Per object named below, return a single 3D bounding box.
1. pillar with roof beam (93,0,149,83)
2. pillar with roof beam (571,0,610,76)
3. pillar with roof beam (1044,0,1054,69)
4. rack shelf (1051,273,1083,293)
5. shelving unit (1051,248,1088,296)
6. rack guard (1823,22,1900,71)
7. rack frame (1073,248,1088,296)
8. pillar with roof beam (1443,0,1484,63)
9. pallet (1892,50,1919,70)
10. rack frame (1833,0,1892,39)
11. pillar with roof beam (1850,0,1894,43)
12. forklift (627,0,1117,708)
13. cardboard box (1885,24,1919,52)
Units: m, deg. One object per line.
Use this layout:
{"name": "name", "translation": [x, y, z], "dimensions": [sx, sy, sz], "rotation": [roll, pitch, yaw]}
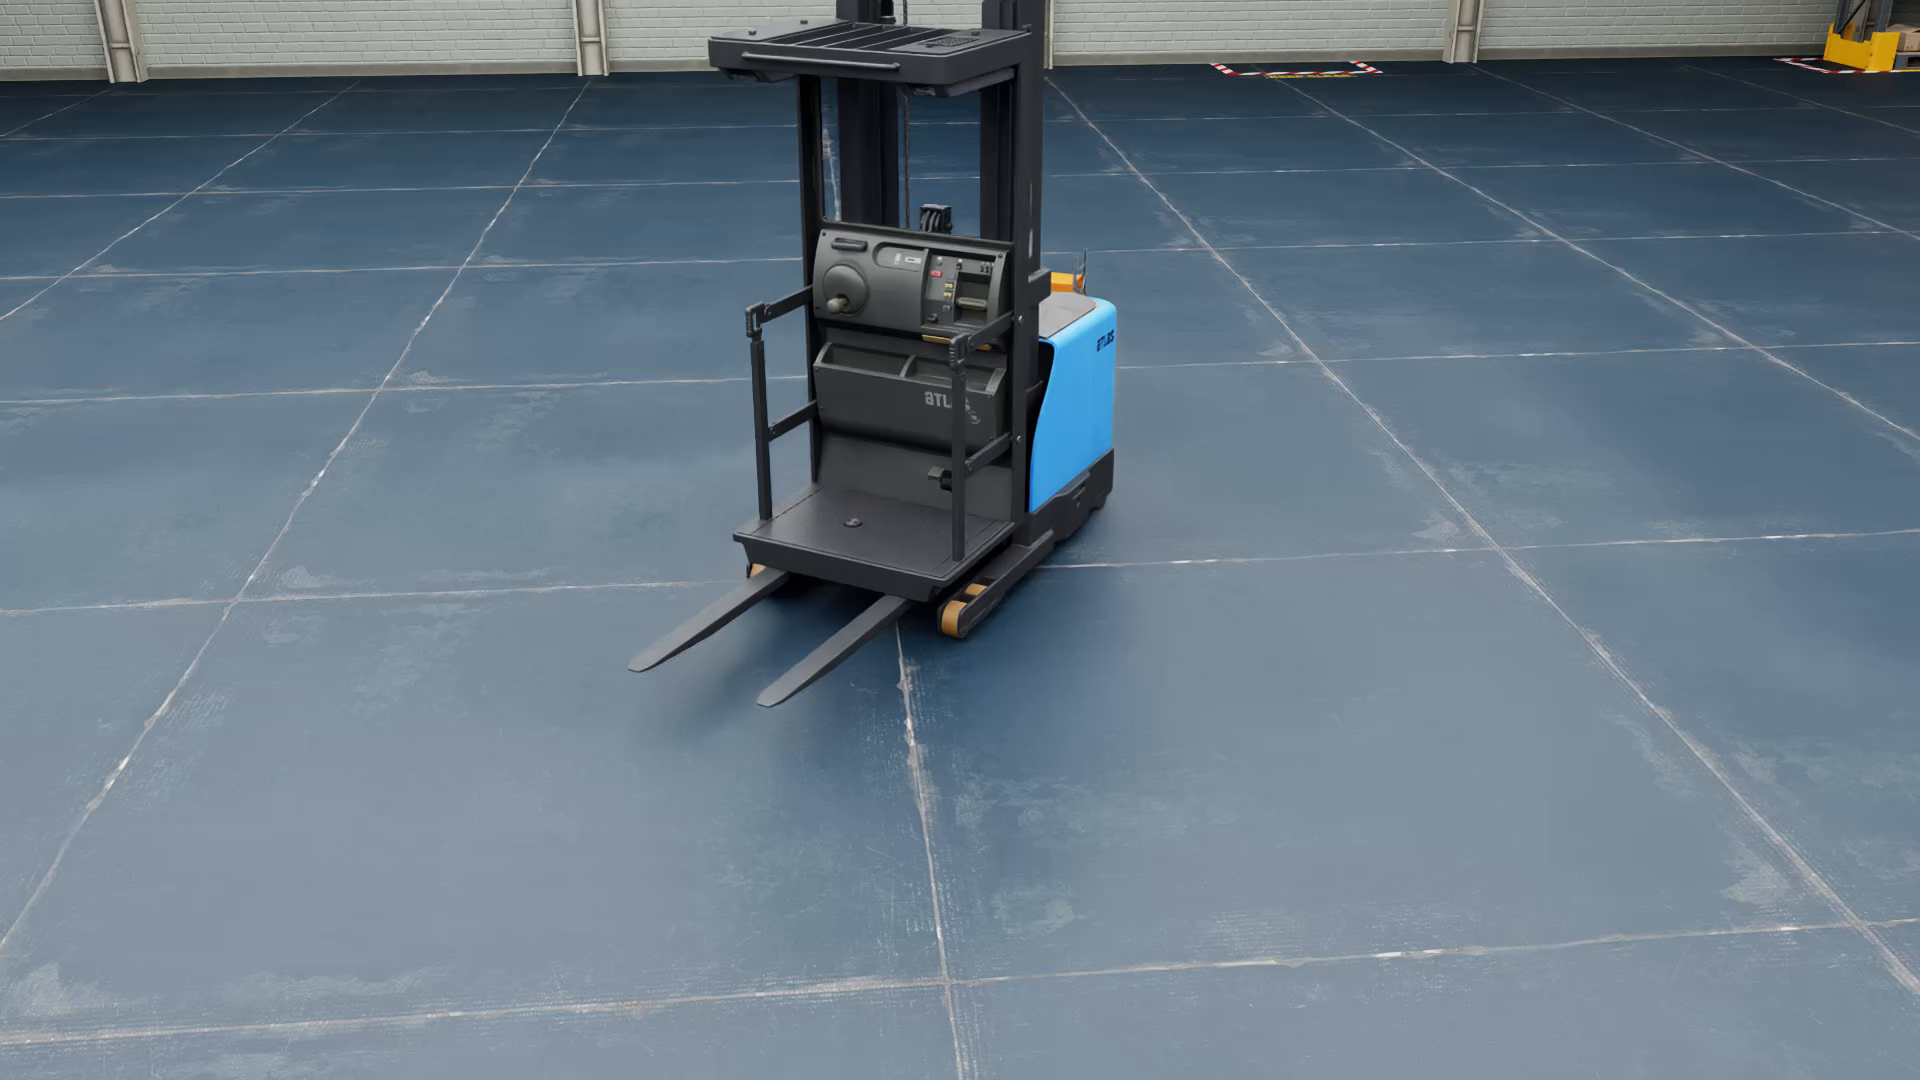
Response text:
{"name": "pillar with roof beam", "translation": [-10.461, -8.394, 16.056], "dimensions": [0.400, 9.000, 9.100], "rotation": [-2, 24, -5]}
{"name": "pillar with roof beam", "translation": [-4.490, -8.633, 16.595], "dimensions": [0.400, 9.000, 9.100], "rotation": [-2, 24, -5]}
{"name": "pillar with roof beam", "translation": [1.481, -8.873, 17.133], "dimensions": [0.400, 9.000, 9.100], "rotation": [-2, 24, -5]}
{"name": "rack shelf", "translation": [0.393, -1.331, 8.787], "dimensions": [0.480, 0.148, 0.258], "rotation": [7, 22, 16]}
{"name": "shelving unit", "translation": [0.387, -0.966, 8.930], "dimensions": [0.503, 1.200, 0.258], "rotation": [7, 22, 16]}
{"name": "rack guard", "translation": [12.464, -6.834, 23.010], "dimensions": [0.348, 0.500, 1.175], "rotation": [-2, 24, -5]}
{"name": "rack frame", "translation": [0.619, -0.935, 8.863], "dimensions": [0.015, 1.200, 0.240], "rotation": [7, 22, 16]}
{"name": "pillar with roof beam", "translation": [7.452, -9.112, 17.672], "dimensions": [0.400, 9.000, 9.100], "rotation": [-2, 24, -5]}
{"name": "pallet", "translation": [13.276, -6.720, 23.109], "dimensions": [1.213, 0.211, 1.003], "rotation": [-2, 24, -5]}
{"name": "rack frame", "translation": [12.388, -7.973, 22.495], "dimensions": [0.127, 3.000, 1.000], "rotation": [-2, 24, -5]}
{"name": "pillar with roof beam", "translation": [13.423, -9.352, 18.211], "dimensions": [0.400, 9.000, 9.100], "rotation": [-2, 24, -5]}
{"name": "forklift", "translation": [-0.325, -1.114, 7.147], "dimensions": [1.130, 2.935, 3.031], "rotation": [12, 27, 25]}
{"name": "cardboard box", "translation": [13.086, -6.937, 22.932], "dimensions": [0.500, 0.311, 0.500], "rotation": [-5, 24, -11]}
